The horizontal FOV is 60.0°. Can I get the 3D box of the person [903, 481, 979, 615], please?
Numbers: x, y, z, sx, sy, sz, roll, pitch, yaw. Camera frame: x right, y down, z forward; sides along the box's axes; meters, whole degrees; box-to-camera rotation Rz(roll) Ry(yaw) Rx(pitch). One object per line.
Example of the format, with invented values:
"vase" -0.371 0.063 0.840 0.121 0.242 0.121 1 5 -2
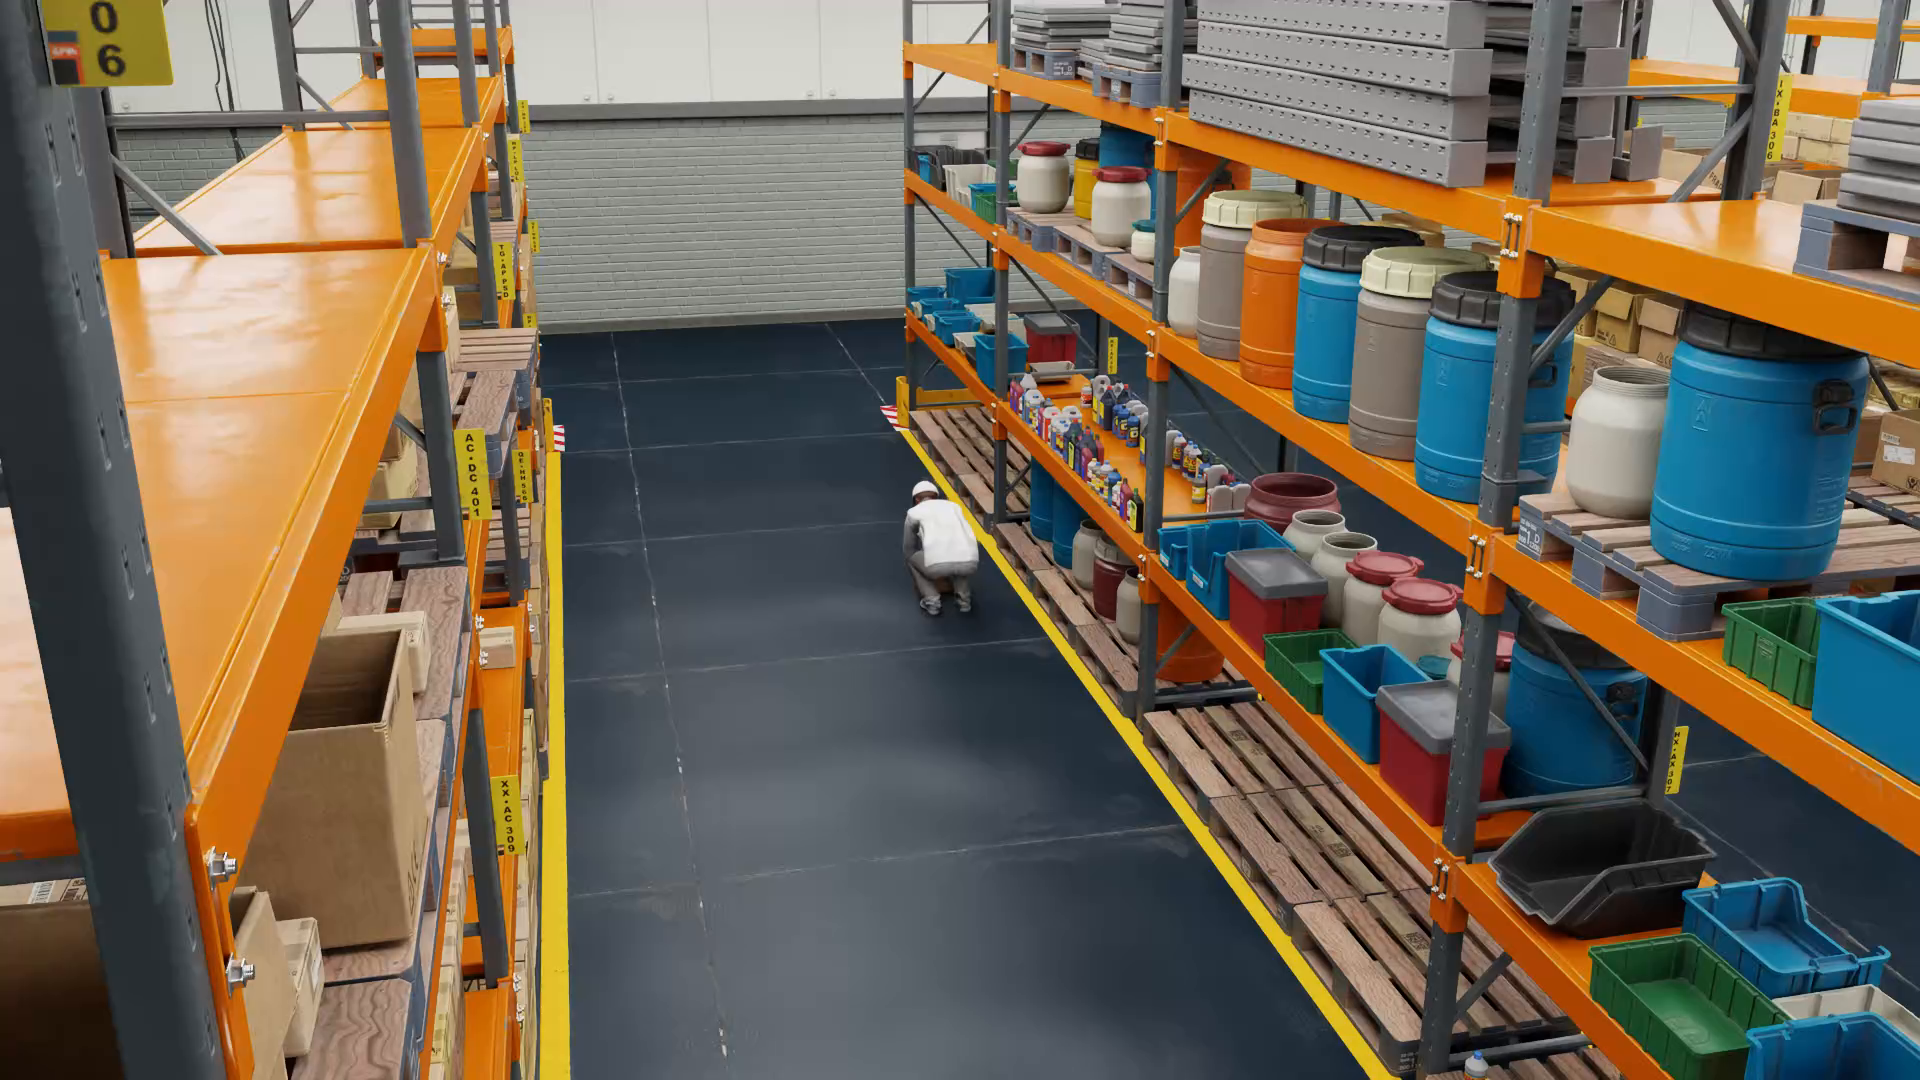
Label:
"person" -0.164 0.067 13.428 0.538 0.930 0.913 -5 20 -13
